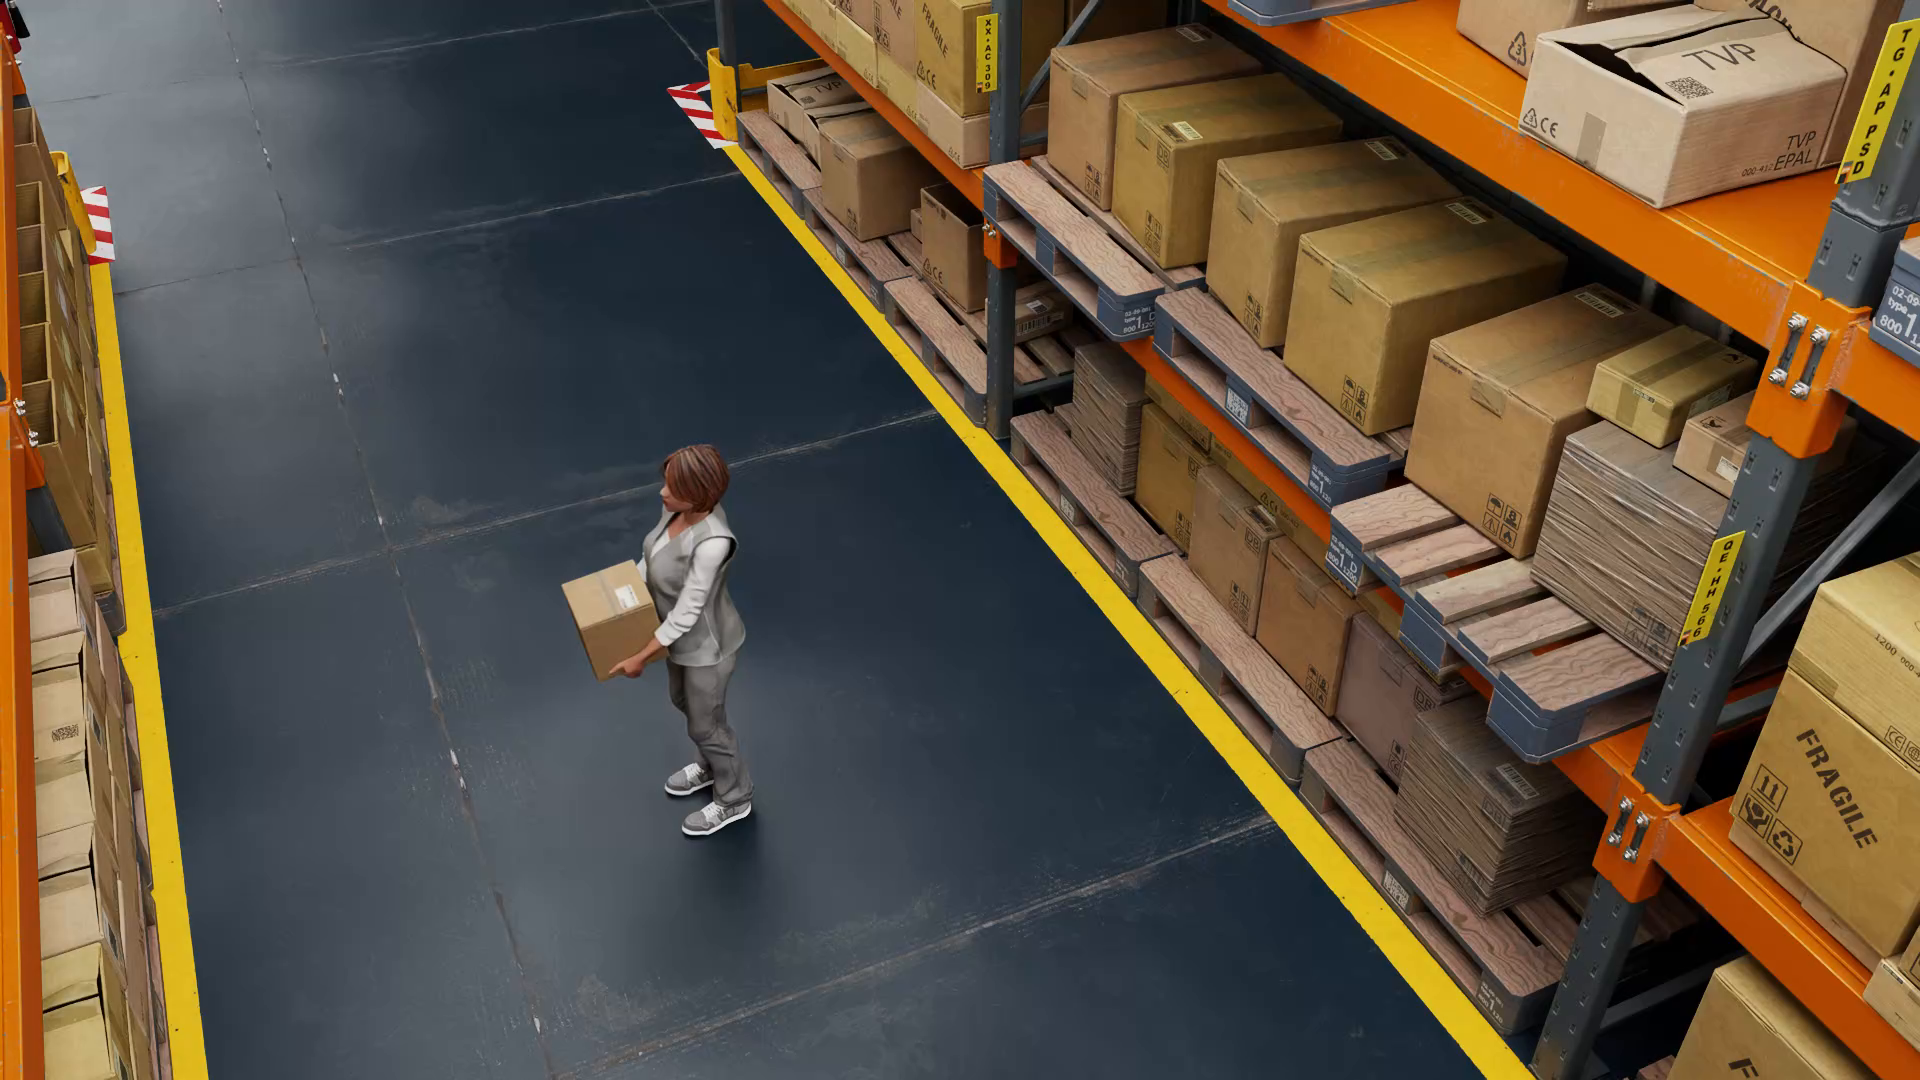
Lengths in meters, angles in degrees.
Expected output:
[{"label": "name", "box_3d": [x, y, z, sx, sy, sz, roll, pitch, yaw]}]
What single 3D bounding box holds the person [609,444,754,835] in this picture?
[{"label": "person", "box_3d": [-0.980, 0.365, 5.693, 0.498, 1.589, 0.405, -16, 40, -19]}]
